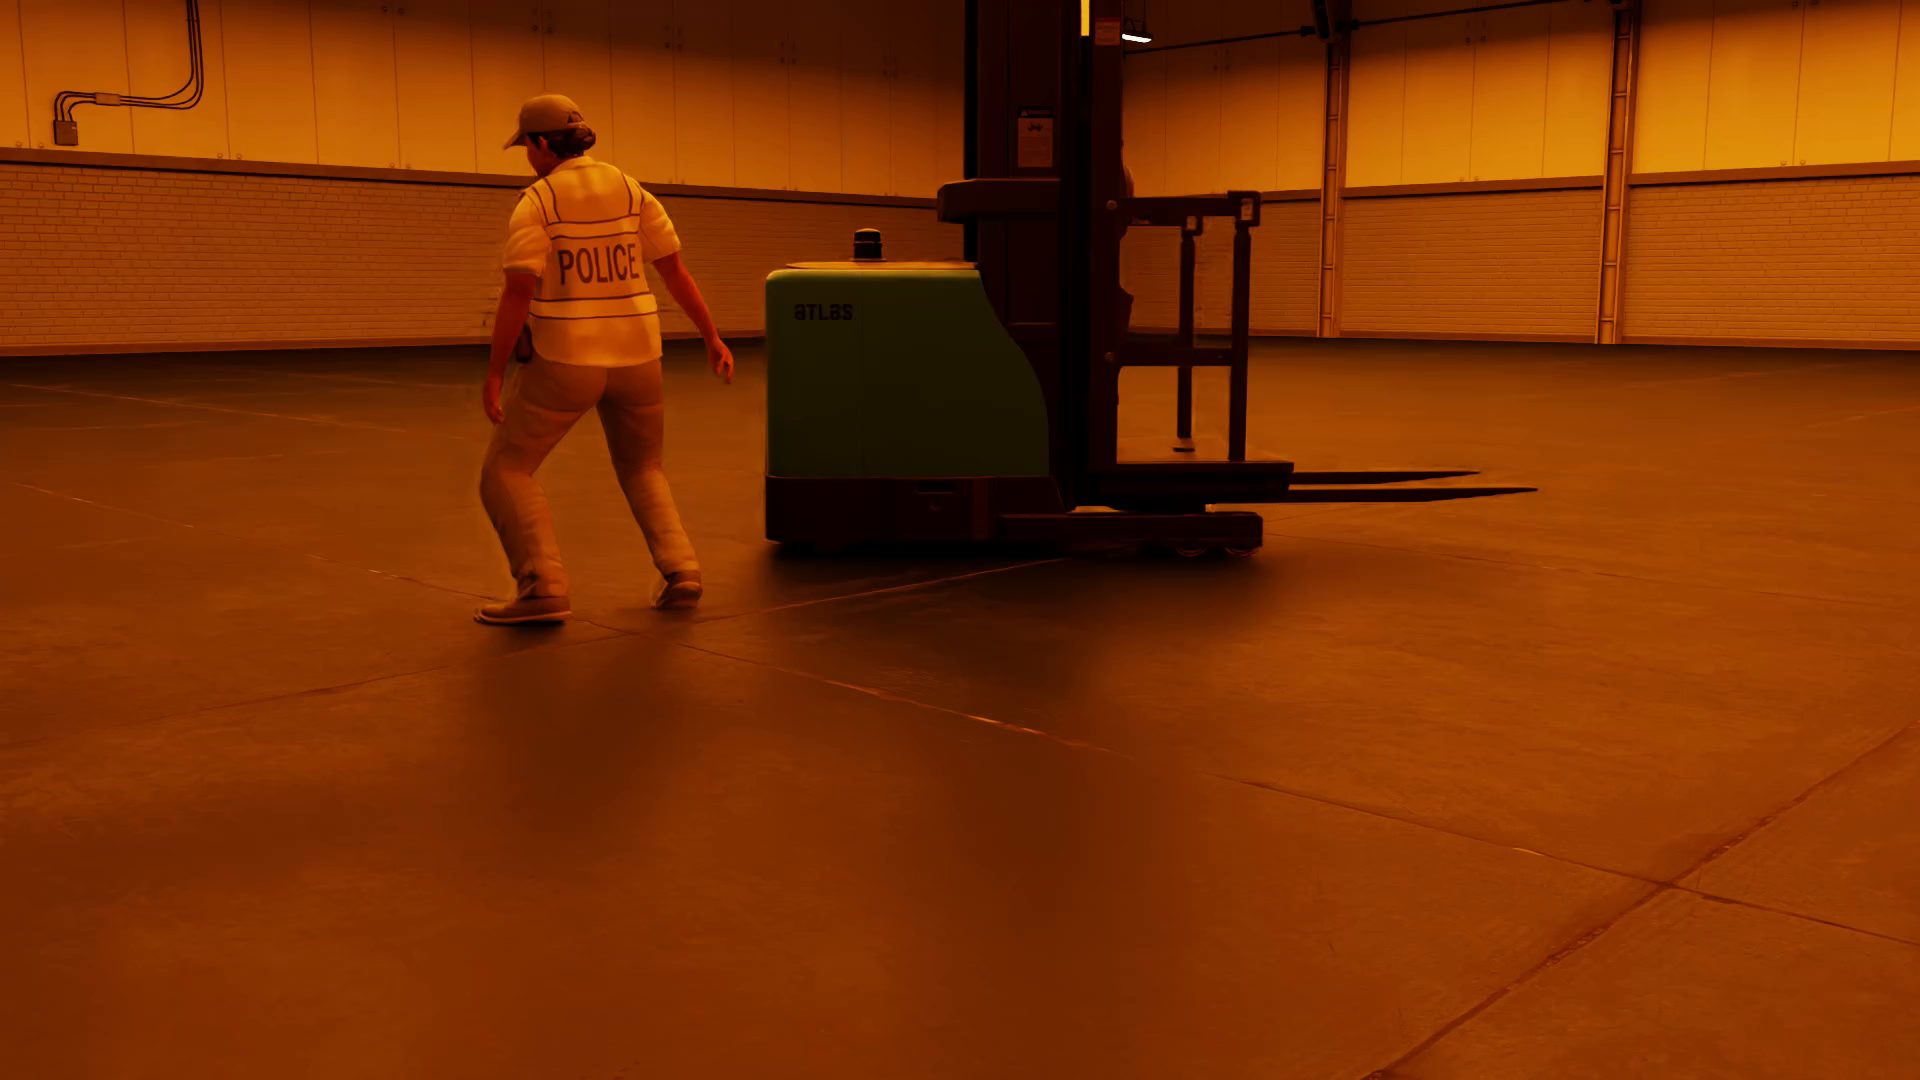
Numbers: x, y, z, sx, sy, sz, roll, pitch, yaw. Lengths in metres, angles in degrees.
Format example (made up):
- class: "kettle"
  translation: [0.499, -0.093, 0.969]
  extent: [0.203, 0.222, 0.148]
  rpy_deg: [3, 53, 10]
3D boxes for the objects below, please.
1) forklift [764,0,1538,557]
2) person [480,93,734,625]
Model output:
- class: "forklift"
  translation: [0.748, -1.464, 6.594]
  extent: [3.031, 2.935, 1.130]
  rpy_deg: [-1, 9, -4]
- class: "person"
  translation: [-1.090, -0.558, 5.128]
  extent: [0.816, 1.595, 0.503]
  rpy_deg: [-6, 11, -35]
